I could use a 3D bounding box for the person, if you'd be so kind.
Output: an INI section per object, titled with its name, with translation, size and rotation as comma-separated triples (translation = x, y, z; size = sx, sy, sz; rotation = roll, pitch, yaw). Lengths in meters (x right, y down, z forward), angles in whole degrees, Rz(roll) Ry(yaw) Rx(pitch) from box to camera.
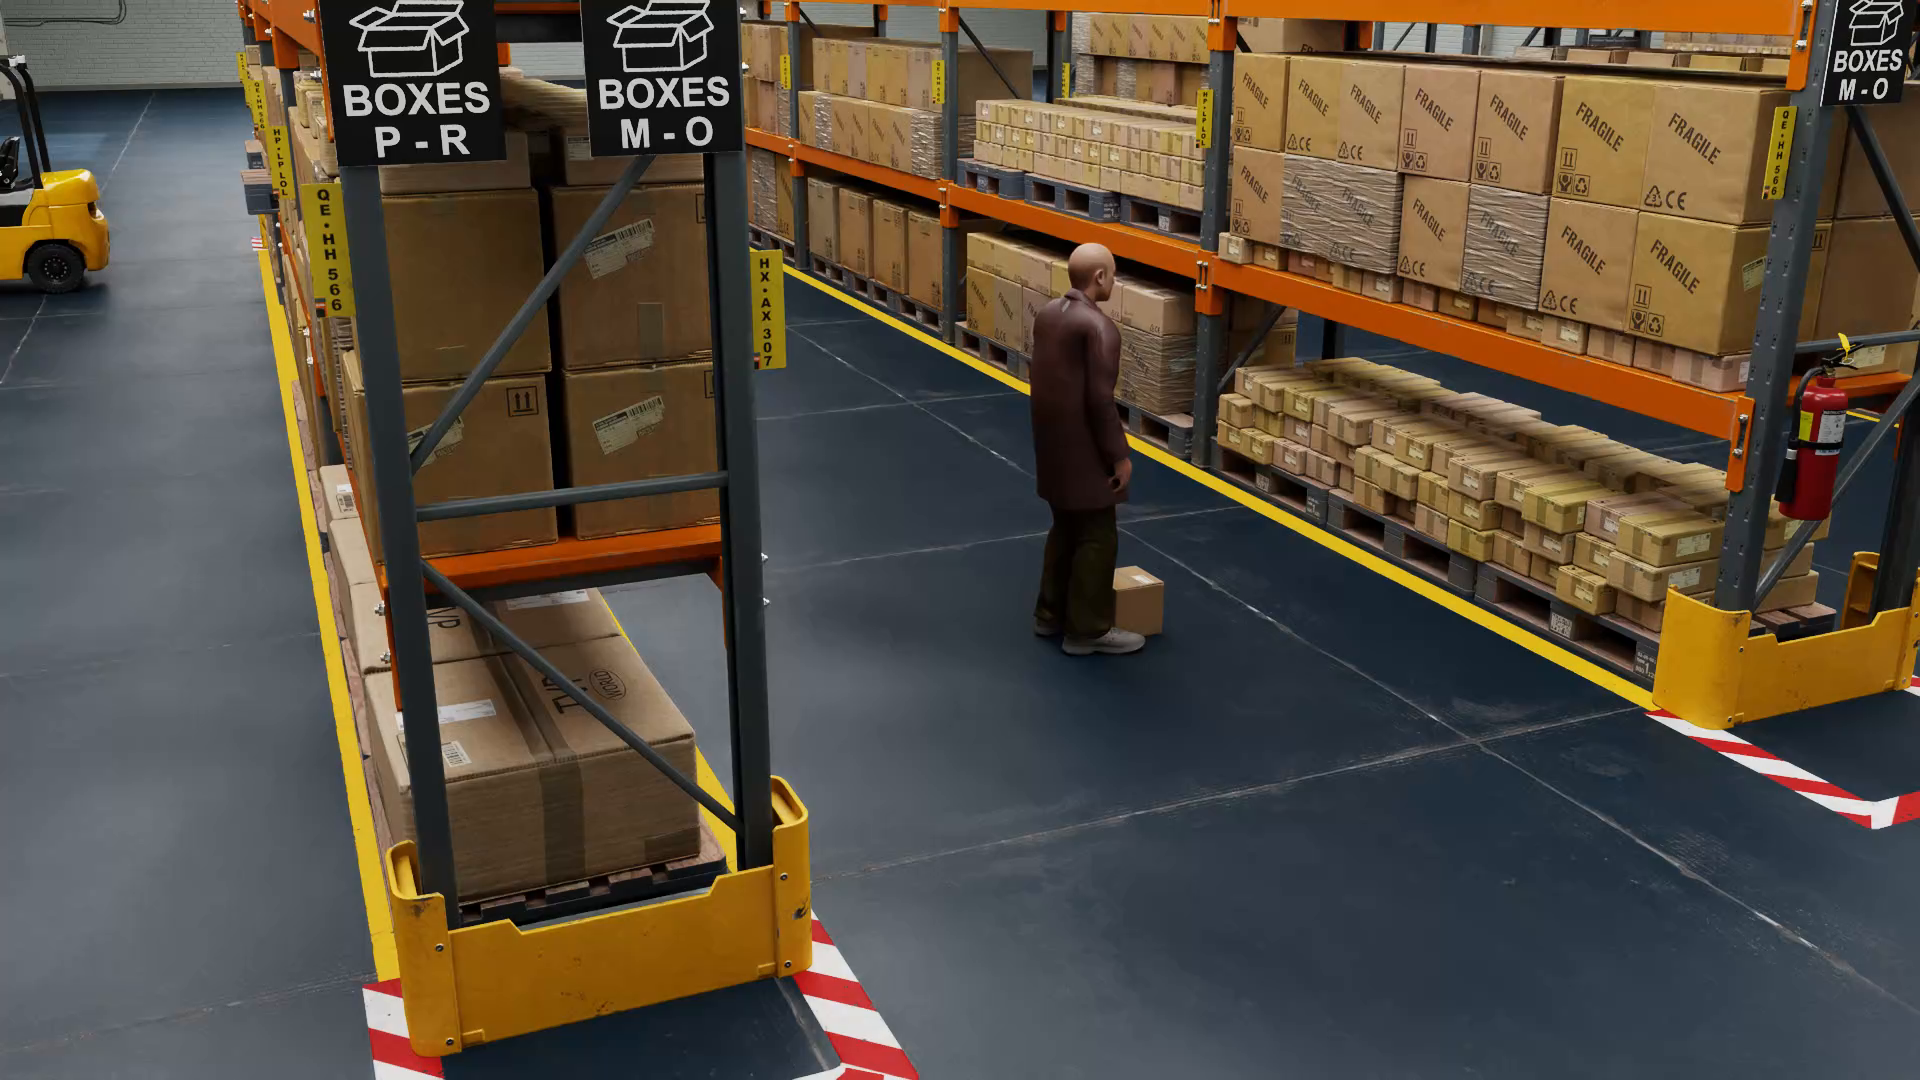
[person]
translation = 0.526, -0.405, 7.291
size = 0.418, 1.774, 0.656
rotation = -9, 20, -24
